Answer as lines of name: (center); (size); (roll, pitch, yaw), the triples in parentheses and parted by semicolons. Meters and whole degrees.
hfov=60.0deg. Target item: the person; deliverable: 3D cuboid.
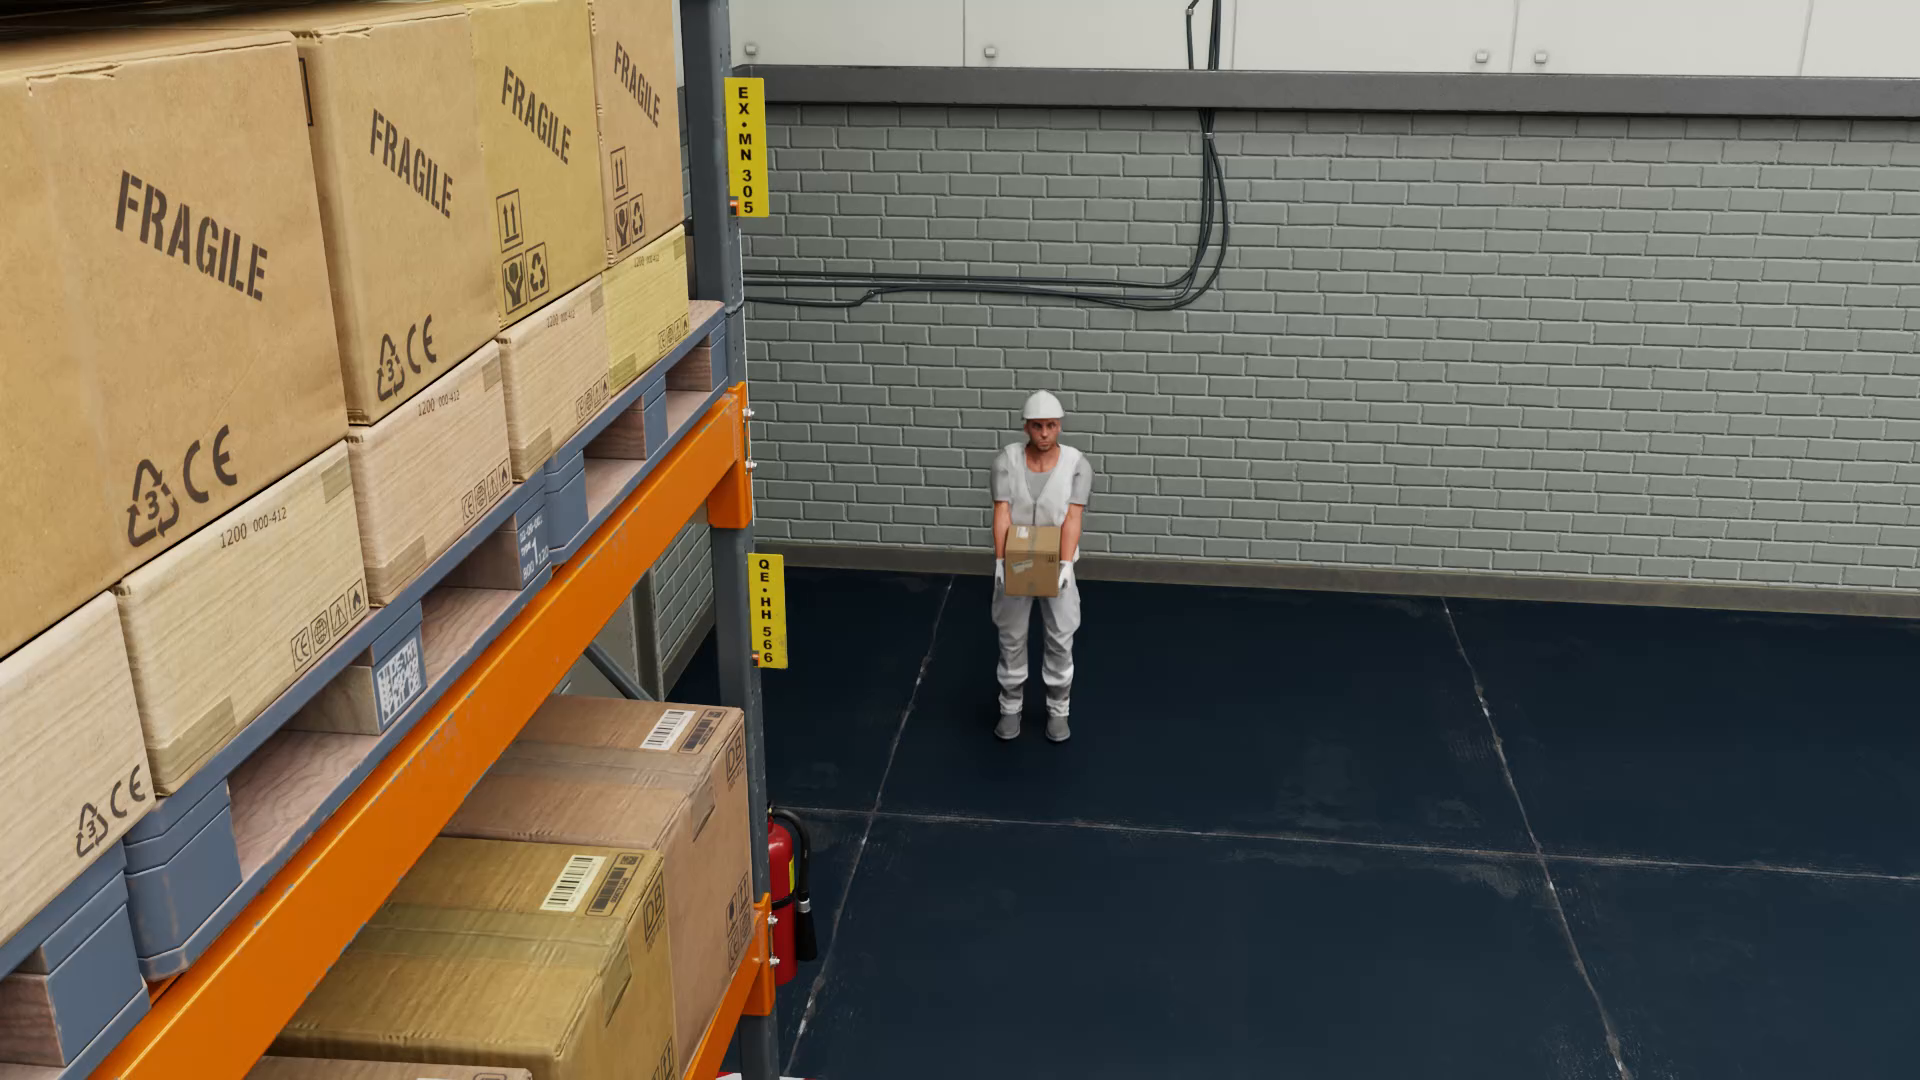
person: (0.380, 0.164, 8.119); (0.495, 1.786, 0.563); (2, 21, 6)
